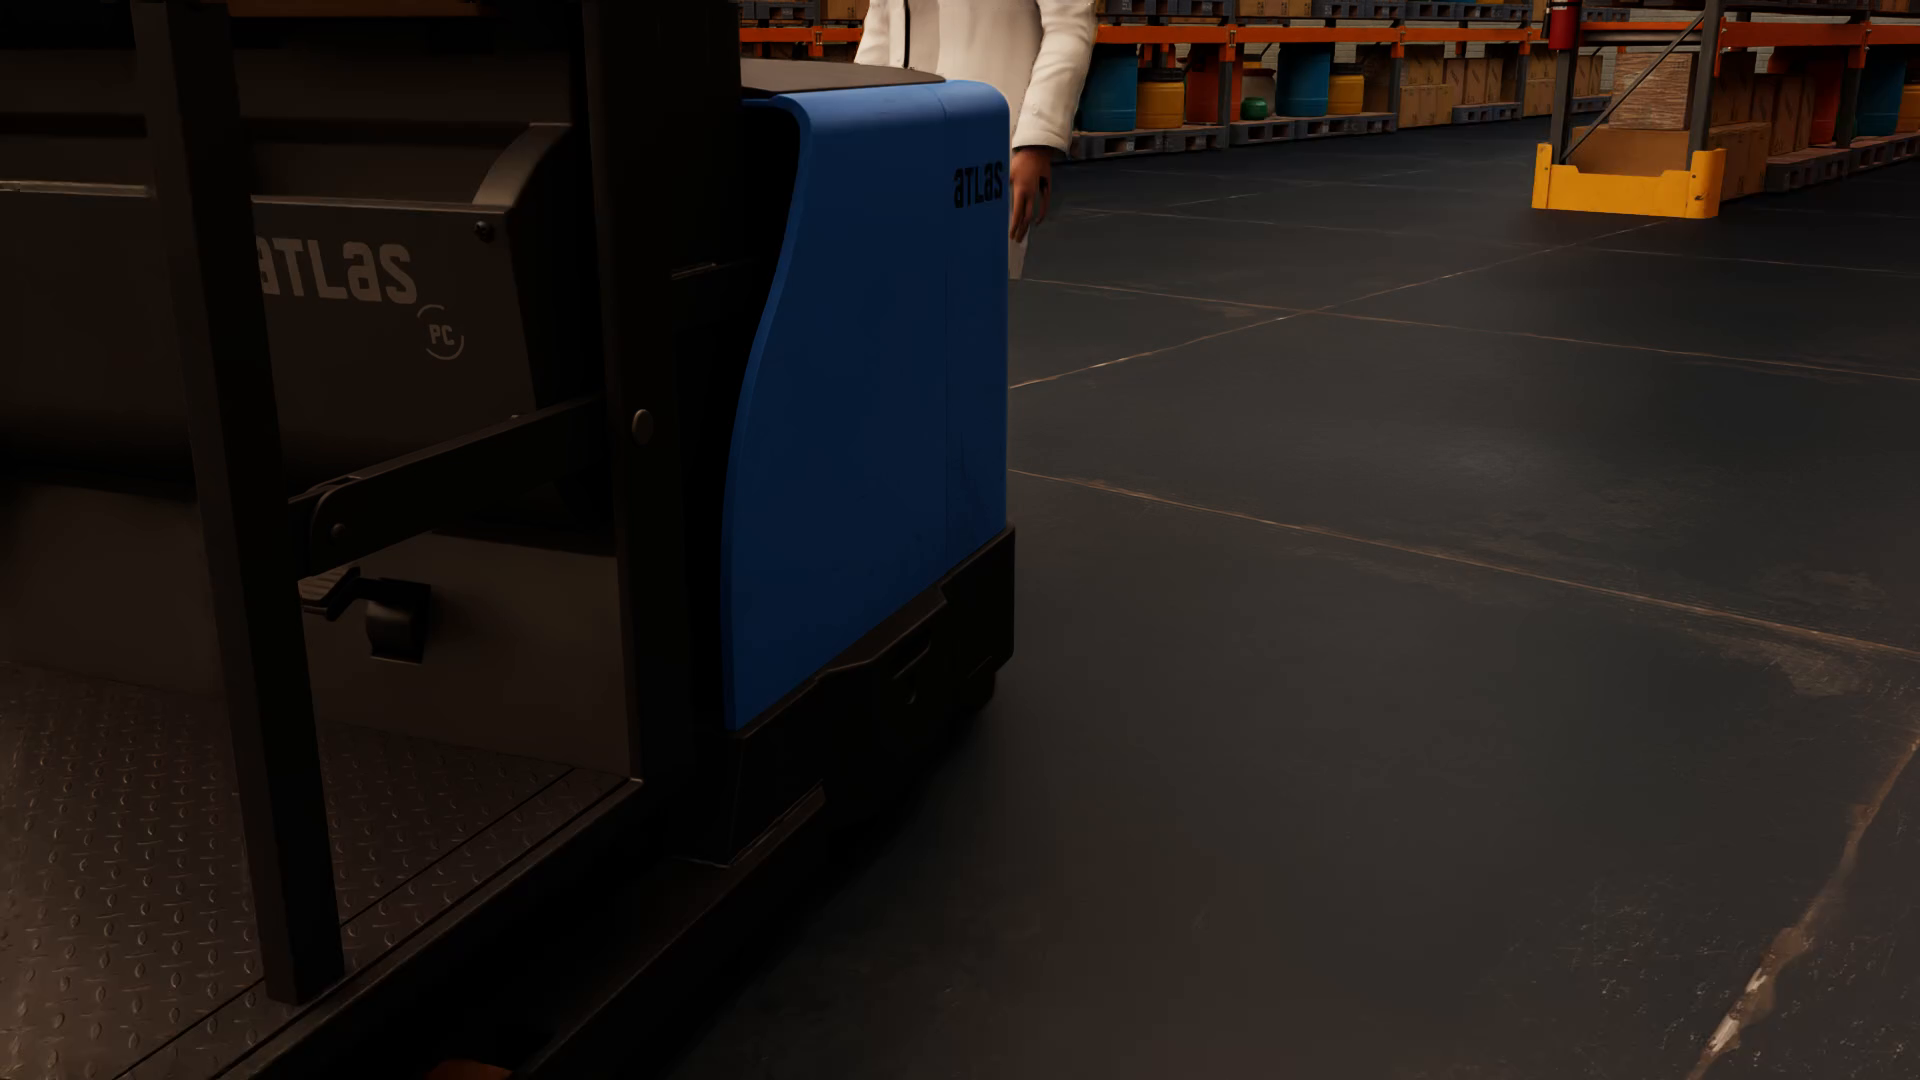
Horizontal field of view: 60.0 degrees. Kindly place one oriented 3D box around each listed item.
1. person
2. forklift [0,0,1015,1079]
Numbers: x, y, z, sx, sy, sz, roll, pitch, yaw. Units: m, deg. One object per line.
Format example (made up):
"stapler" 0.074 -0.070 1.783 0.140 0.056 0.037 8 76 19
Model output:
"person" -0.087 -0.807 3.589 0.725 1.770 0.573 15 22 40
"forklift" -0.923 -0.797 1.523 1.130 2.935 3.031 7 18 21
